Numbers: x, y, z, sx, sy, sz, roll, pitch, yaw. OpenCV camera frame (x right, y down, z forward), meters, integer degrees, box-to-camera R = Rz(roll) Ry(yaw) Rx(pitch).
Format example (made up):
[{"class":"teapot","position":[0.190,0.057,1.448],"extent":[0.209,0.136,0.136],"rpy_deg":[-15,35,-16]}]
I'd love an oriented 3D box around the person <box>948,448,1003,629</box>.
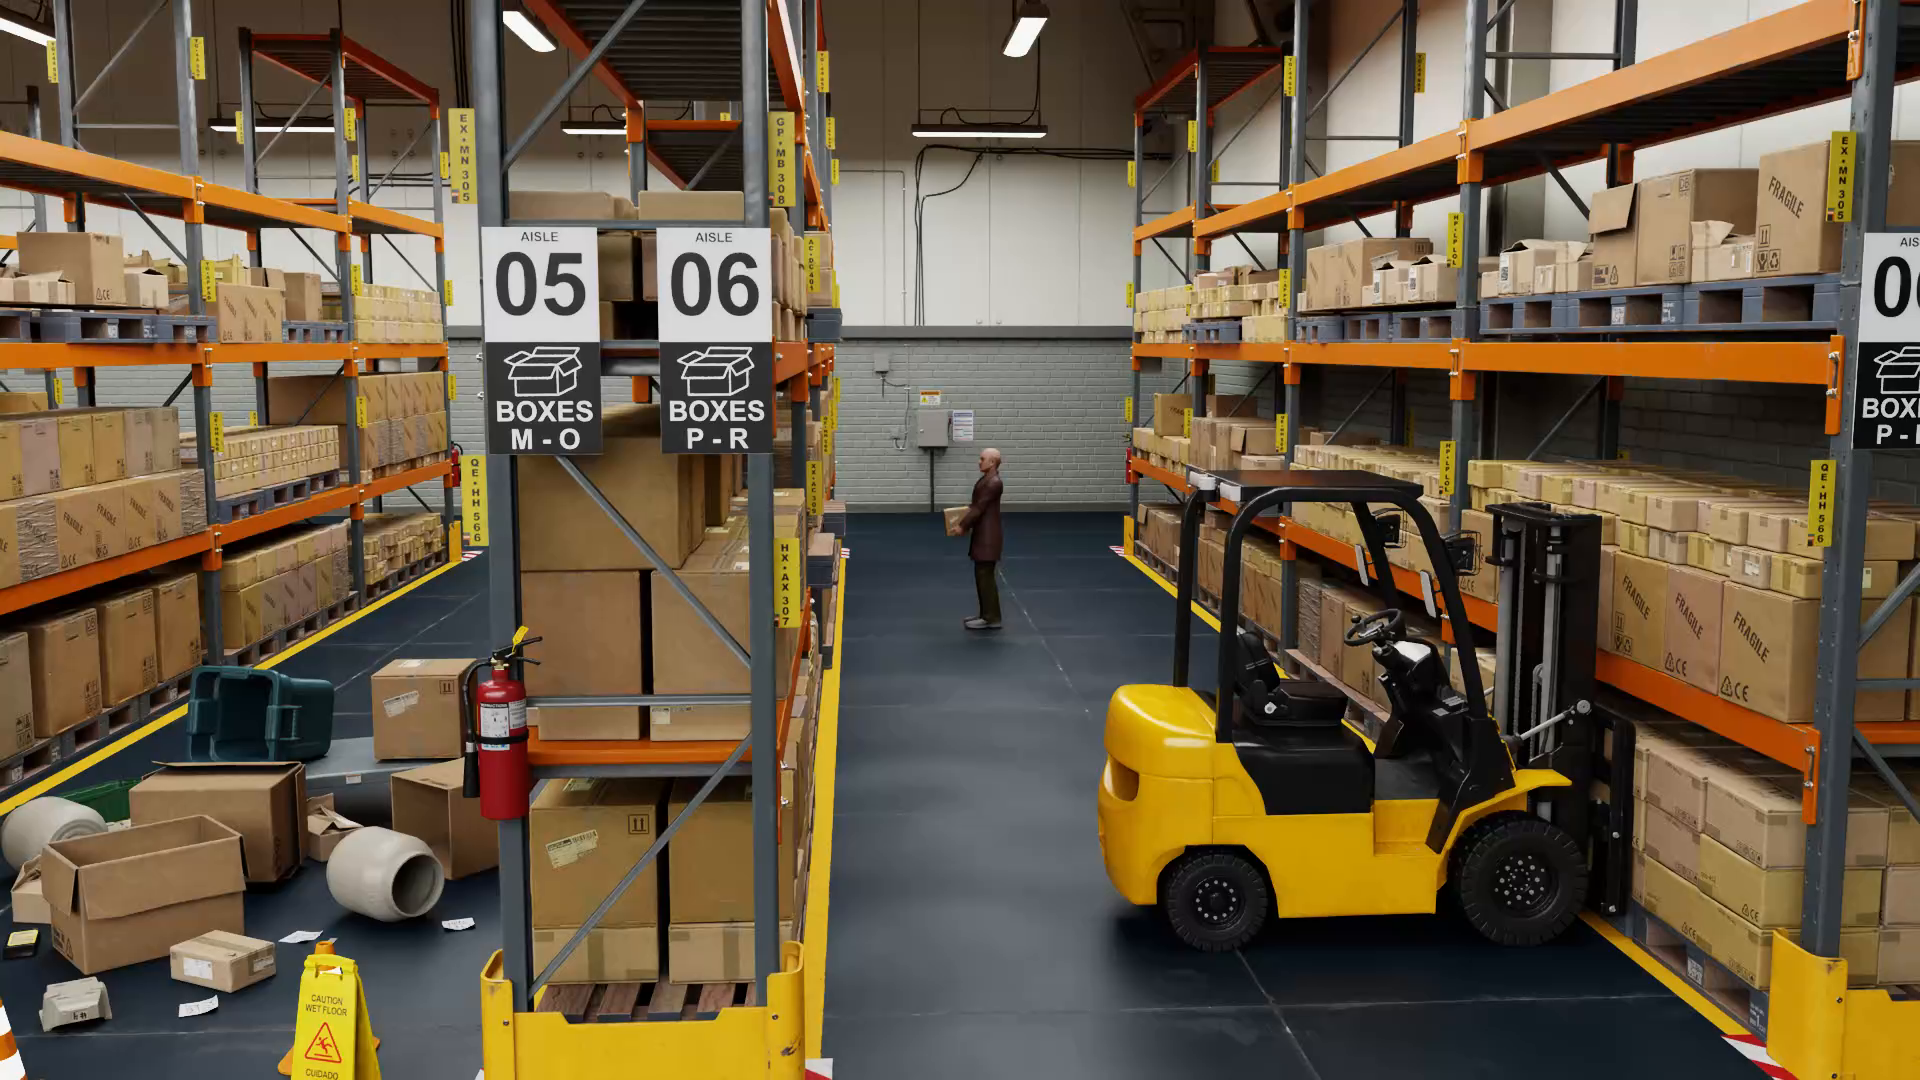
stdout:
[{"class":"person","position":[0.153,-0.022,16.499],"extent":[0.552,1.778,0.524],"rpy_deg":[0,7,-4]}]
